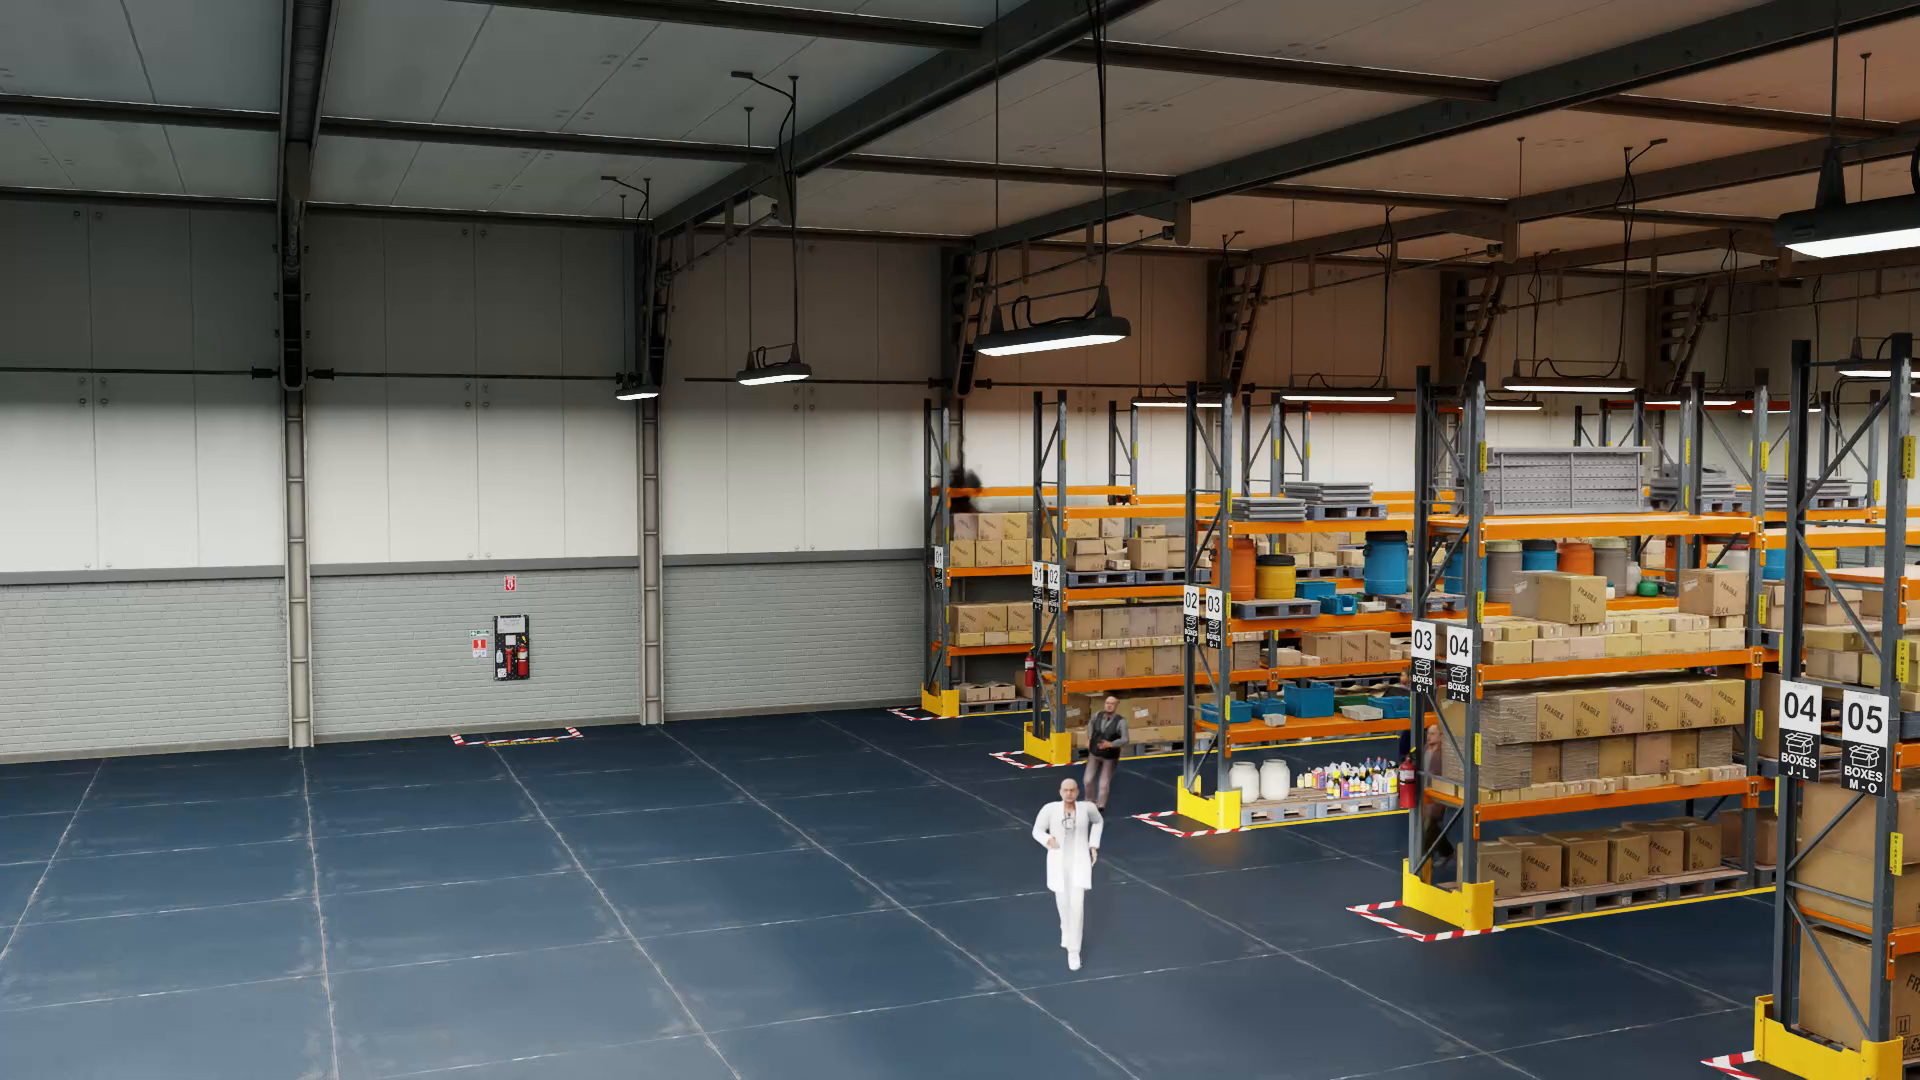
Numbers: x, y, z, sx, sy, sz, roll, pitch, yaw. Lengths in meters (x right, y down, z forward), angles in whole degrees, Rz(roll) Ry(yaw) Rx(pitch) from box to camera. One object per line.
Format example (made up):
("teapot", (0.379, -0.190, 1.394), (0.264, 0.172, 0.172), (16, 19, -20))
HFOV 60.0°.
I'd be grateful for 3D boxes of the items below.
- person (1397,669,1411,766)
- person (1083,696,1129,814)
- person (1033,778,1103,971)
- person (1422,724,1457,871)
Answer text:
("person", (7.002, 2.835, 25.828), (0.888, 1.666, 0.573), (-1, 4, -21))
("person", (1.999, 2.982, 22.809), (0.687, 1.705, 0.630), (1, 4, 21))
("person", (1.075, 3.283, 16.683), (0.687, 1.816, 0.936), (1, 3, 9))
("person", (5.621, 3.097, 19.738), (0.876, 1.828, 0.694), (-2, 4, -30))
